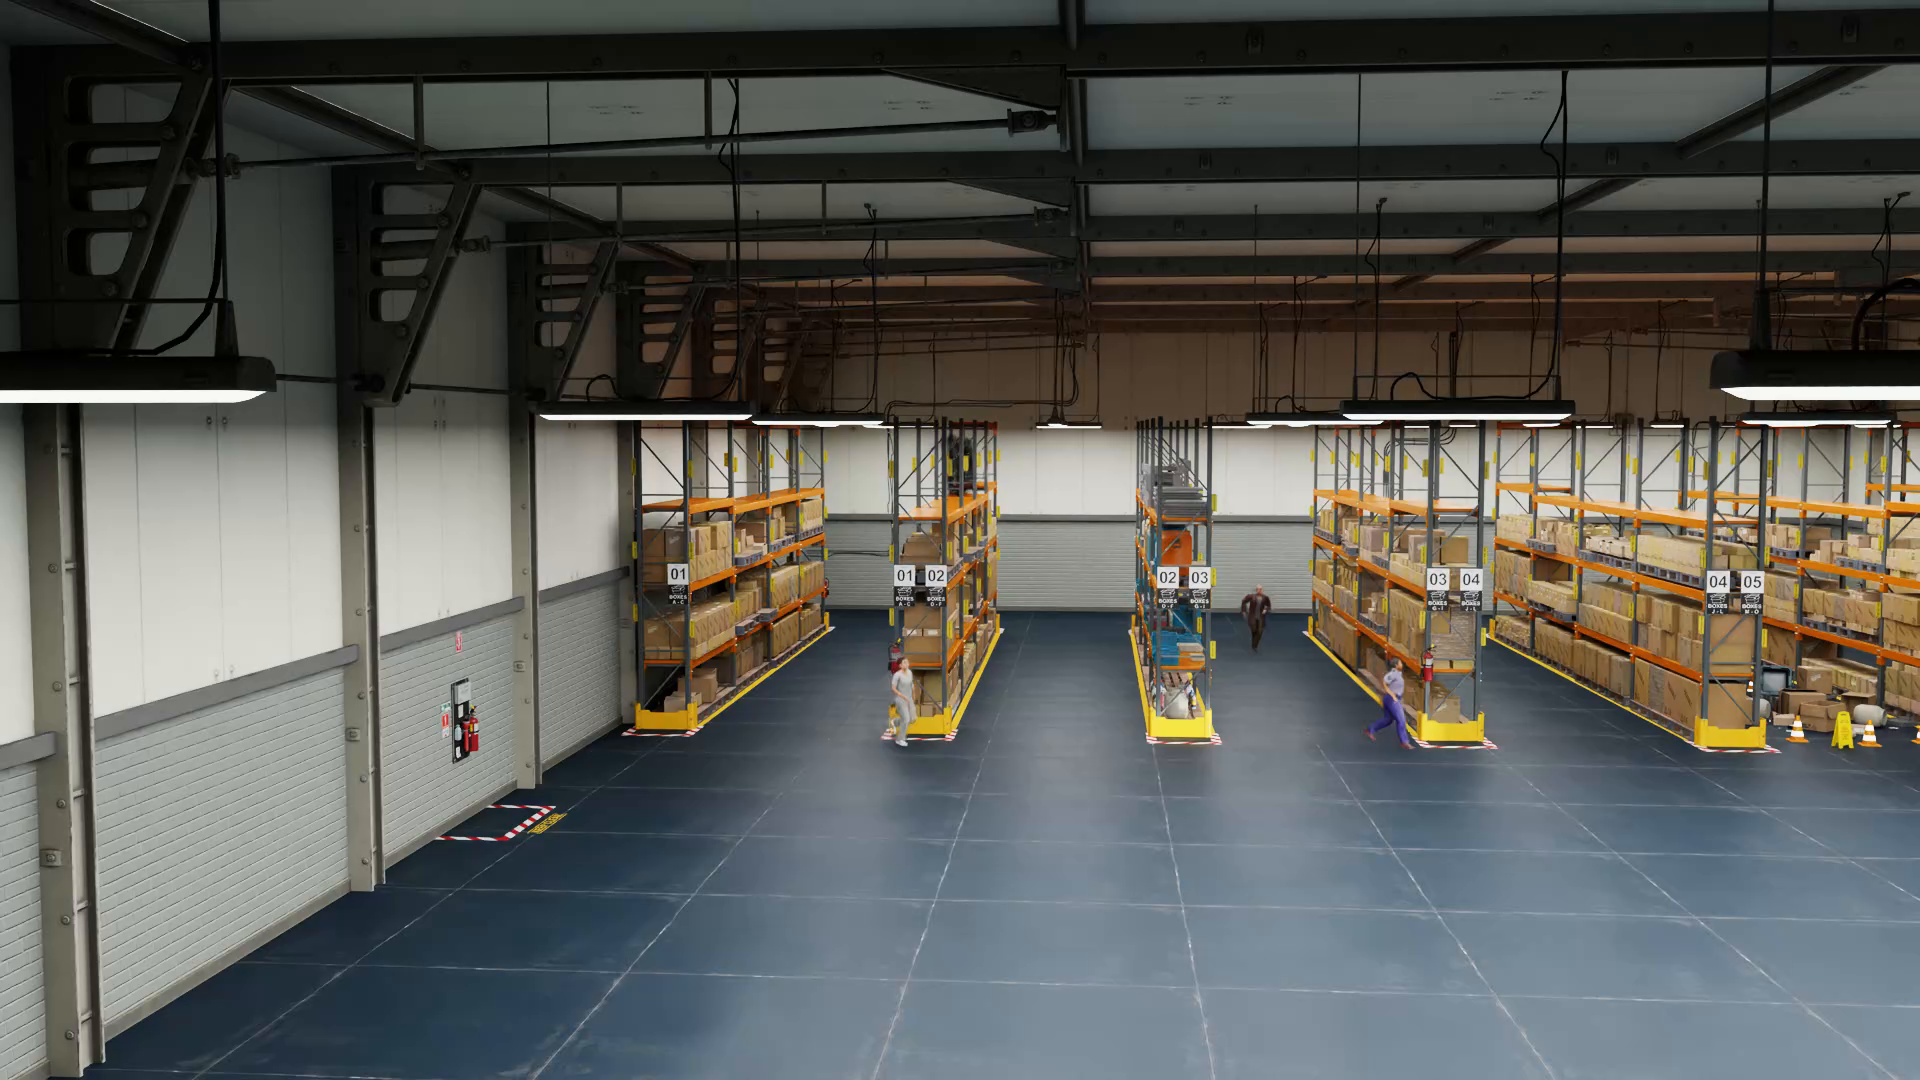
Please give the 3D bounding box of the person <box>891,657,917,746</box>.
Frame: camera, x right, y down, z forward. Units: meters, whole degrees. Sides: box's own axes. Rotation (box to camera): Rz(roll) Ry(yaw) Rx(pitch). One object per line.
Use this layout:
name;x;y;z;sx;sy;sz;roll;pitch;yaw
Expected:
person;-1.046;2.935;30.389;0.634;1.637;0.590;4;5;45

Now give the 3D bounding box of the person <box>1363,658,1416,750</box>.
person;7.780;2.944;30.032;0.925;1.655;0.619;1;4;17

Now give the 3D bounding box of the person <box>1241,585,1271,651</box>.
person;7.736;2.044;43.379;0.758;1.730;0.716;0;4;2
